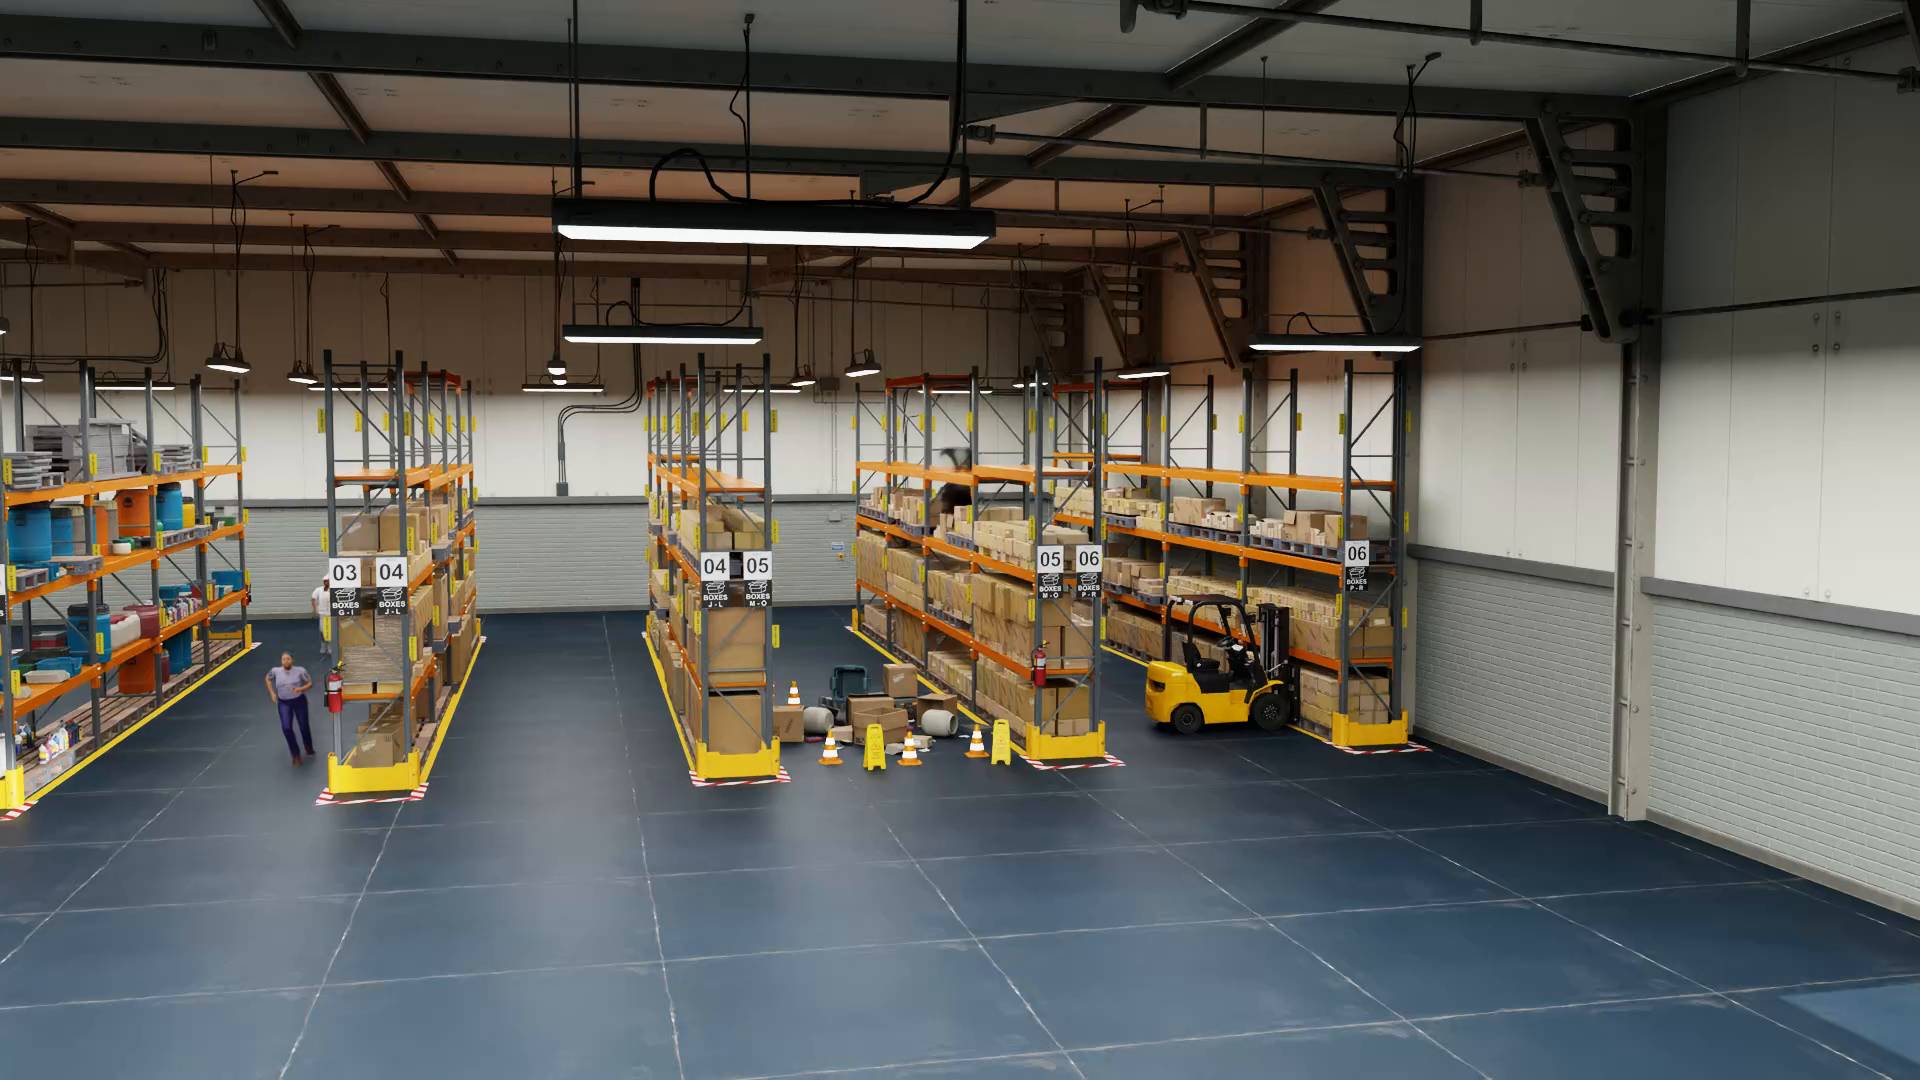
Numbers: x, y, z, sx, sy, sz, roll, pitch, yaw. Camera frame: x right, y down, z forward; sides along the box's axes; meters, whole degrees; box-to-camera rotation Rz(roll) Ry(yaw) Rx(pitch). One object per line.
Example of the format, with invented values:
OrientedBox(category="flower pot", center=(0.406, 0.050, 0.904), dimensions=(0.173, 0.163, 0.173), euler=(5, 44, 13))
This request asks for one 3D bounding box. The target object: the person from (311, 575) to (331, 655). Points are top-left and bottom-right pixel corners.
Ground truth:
OrientedBox(category="person", center=(-13.701, 1.622, 36.069), dimensions=(0.708, 1.743, 0.638), euler=(-1, 4, -18))

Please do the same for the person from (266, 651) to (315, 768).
OrientedBox(category="person", center=(-9.904, 2.478, 24.576), dimensions=(0.660, 1.690, 0.813), euler=(-1, 4, -19))
